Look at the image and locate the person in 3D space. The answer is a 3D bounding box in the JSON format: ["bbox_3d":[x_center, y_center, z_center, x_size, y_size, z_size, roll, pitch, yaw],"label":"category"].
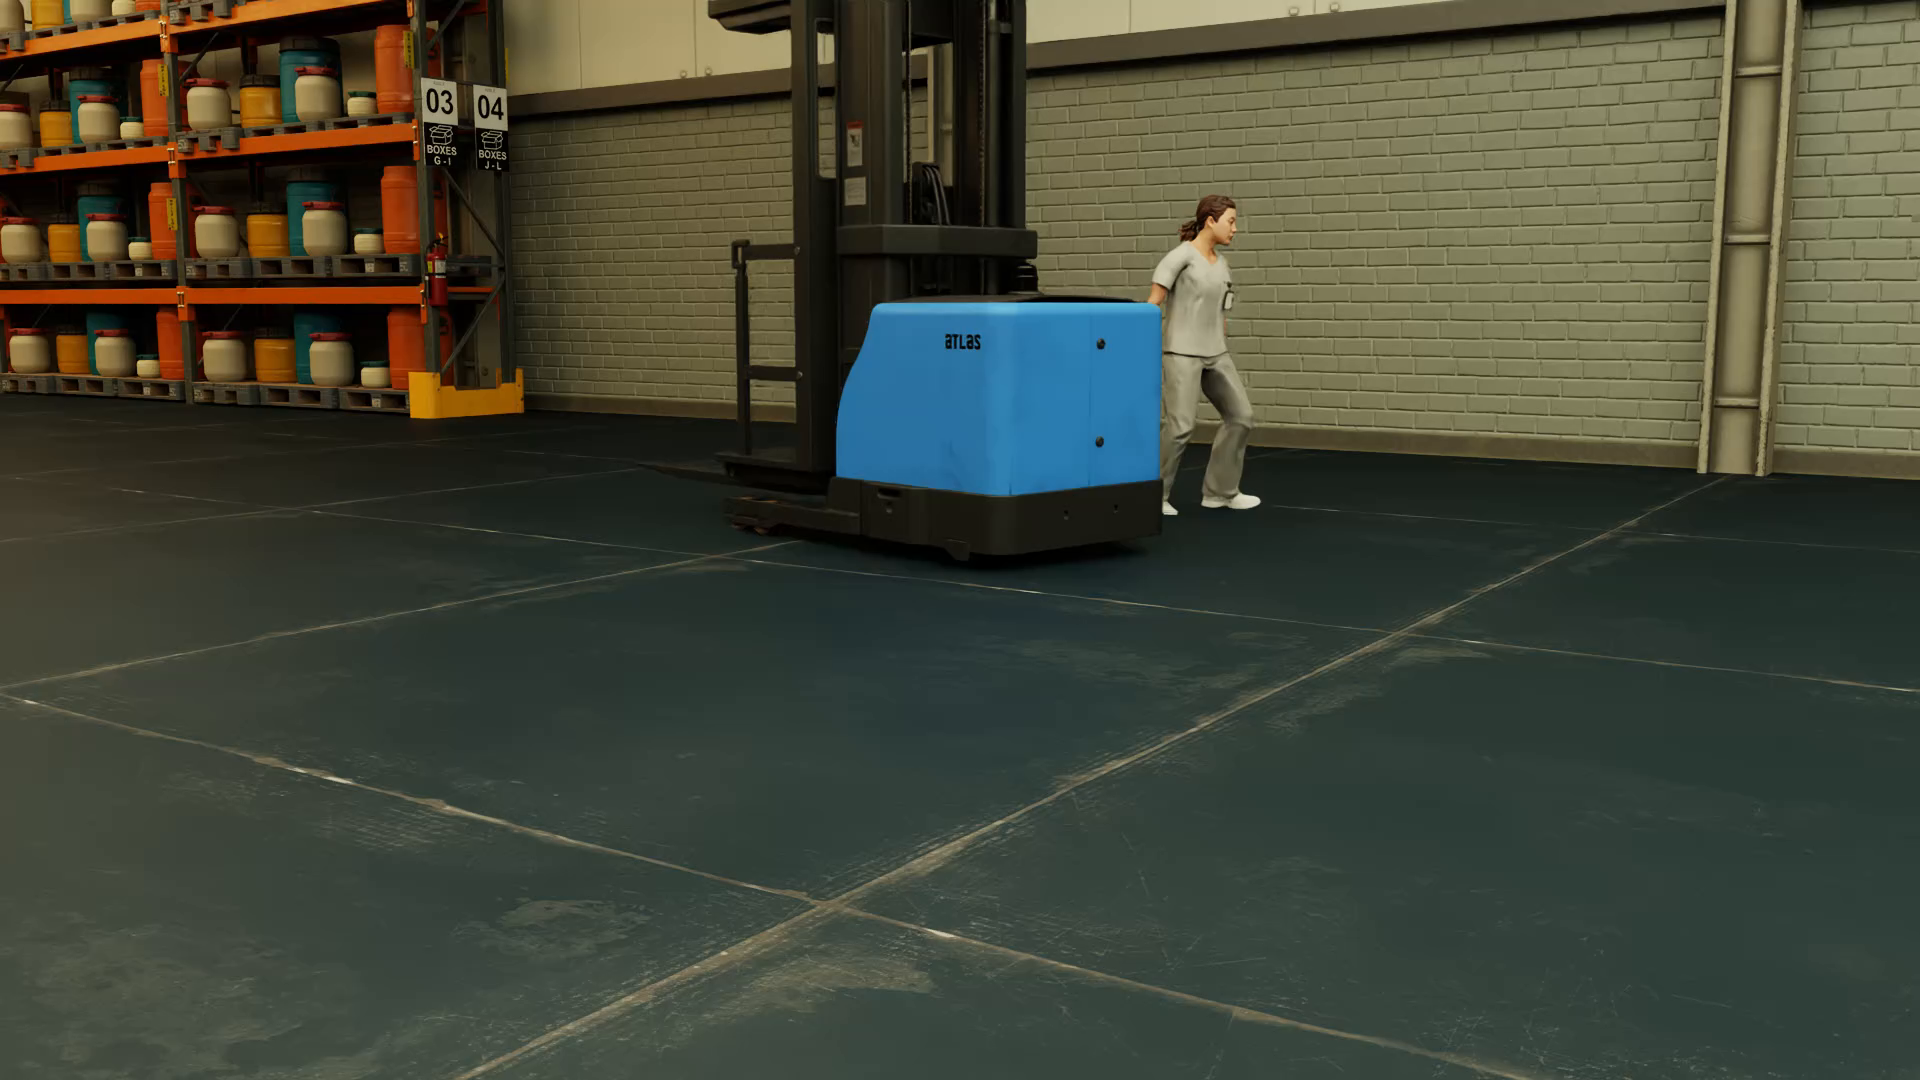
[{"bbox_3d":[1.189,-0.939,8.563,0.781,1.647,0.423,-6,10,-34],"label":"person"}]

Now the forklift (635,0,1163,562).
[{"bbox_3d":[-0.478,-1.518,7.869,1.130,2.935,3.031,-7,11,-42],"label":"forklift"}]
